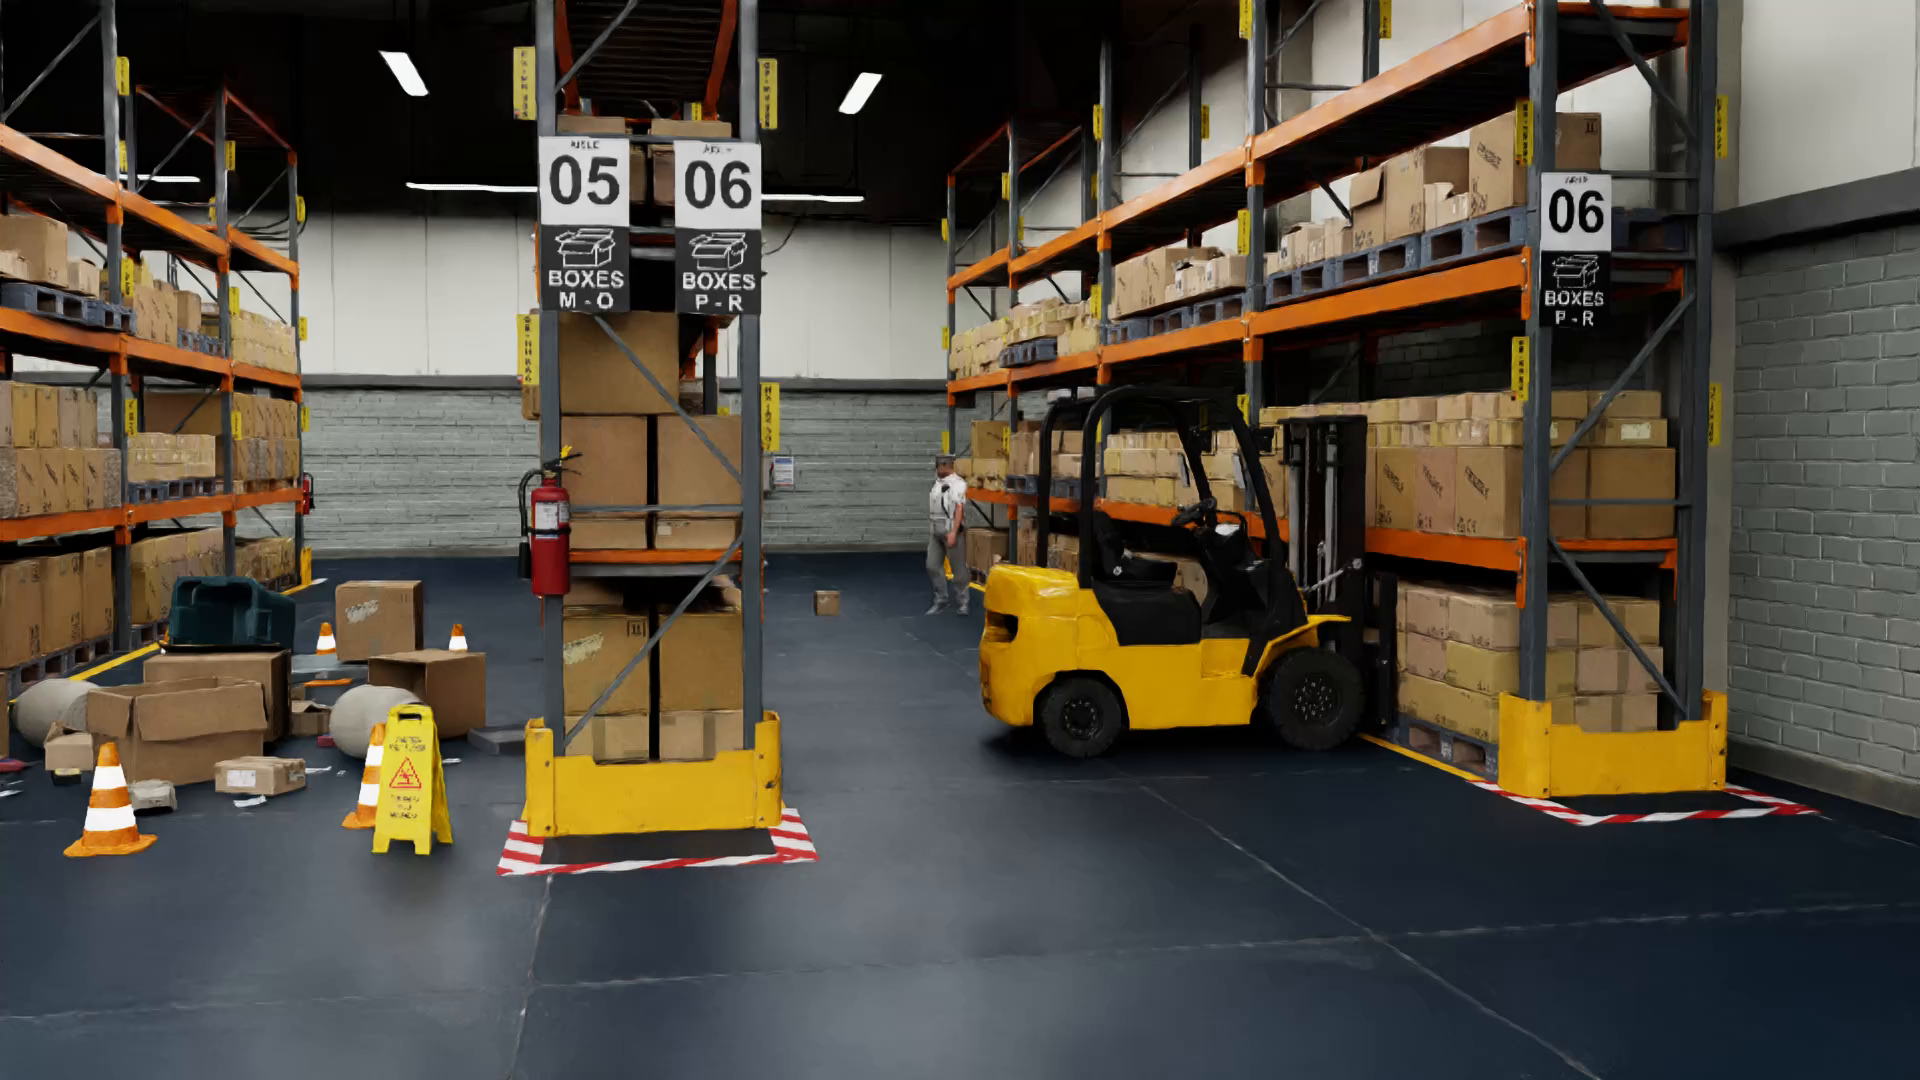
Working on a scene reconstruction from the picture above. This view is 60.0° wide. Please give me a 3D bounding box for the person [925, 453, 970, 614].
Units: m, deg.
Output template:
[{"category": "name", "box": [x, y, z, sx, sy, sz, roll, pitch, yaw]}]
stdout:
[{"category": "person", "box": [-0.127, -0.050, 18.178, 0.452, 1.802, 0.602, -2, 4, -40]}]
